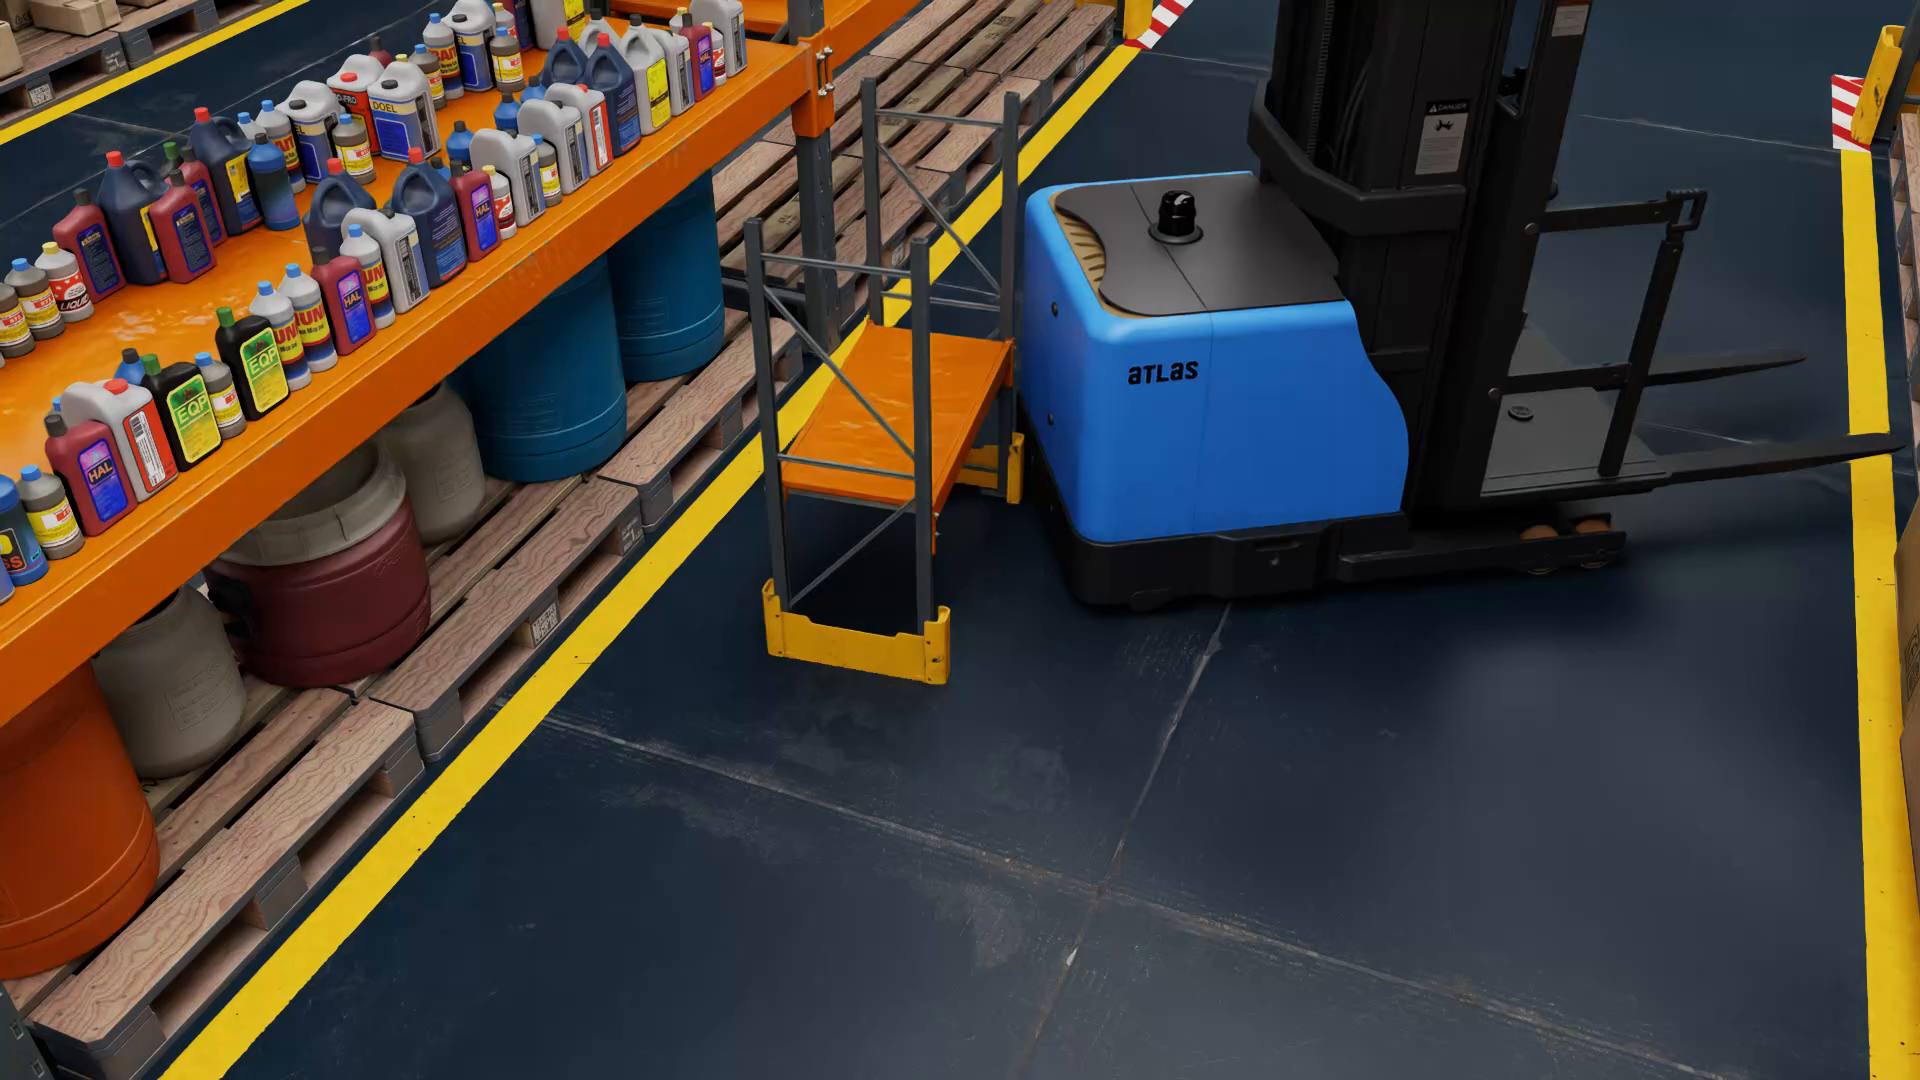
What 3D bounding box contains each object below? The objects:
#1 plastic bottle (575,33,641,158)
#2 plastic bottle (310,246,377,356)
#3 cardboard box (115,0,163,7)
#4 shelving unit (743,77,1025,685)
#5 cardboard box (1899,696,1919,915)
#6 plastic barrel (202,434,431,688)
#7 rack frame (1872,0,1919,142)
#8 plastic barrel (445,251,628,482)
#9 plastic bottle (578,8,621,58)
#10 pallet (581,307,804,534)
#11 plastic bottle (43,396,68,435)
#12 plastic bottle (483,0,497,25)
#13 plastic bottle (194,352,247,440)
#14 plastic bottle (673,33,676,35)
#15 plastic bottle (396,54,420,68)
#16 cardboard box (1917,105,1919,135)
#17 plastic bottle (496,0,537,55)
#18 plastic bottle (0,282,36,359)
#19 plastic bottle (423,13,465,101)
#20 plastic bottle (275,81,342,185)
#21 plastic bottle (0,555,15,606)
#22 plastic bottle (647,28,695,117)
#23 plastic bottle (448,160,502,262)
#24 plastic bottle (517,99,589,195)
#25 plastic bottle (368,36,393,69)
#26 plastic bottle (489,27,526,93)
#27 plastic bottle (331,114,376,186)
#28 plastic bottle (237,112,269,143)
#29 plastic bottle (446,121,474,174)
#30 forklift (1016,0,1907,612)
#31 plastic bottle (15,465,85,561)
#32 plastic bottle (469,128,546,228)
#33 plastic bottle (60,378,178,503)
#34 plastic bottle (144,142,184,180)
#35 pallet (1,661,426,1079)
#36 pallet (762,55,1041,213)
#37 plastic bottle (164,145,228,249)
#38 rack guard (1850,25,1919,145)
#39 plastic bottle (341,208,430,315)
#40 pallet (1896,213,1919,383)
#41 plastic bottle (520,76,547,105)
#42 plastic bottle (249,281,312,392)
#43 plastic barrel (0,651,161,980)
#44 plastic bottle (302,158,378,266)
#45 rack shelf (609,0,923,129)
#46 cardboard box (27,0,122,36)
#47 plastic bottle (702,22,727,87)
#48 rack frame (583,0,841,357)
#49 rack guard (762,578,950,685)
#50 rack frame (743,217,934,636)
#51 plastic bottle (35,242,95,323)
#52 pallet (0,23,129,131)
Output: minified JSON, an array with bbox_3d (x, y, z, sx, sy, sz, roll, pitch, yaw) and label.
[{"bbox_3d":[-1.091,-1.377,5.128,0.144,0.351,0.185,14,39,18],"label":"plastic bottle"},{"bbox_3d":[-1.550,-0.616,4.166,0.061,0.283,0.133,14,39,18],"label":"plastic bottle"},{"bbox_3d":[-4.843,-3.430,9.552,0.797,0.503,0.637,14,39,18],"label":"cardboard box"},{"bbox_3d":[-0.192,-0.505,5.173,0.587,1.500,1.083,9,38,12],"label":"shelving unit"},{"bbox_3d":[3.043,0.583,3.889,1.225,0.875,0.875,13,39,16],"label":"cardboard box"},{"bbox_3d":[-1.895,0.030,4.868,0.600,0.588,0.708,14,39,18],"label":"plastic barrel"},{"bbox_3d":[5.129,-3.169,7.484,1.000,3.000,0.127,14,39,18],"label":"rack frame"},{"bbox_3d":[-1.465,-0.721,5.610,0.600,0.901,0.708,14,39,18],"label":"plastic barrel"},{"bbox_3d":[-1.154,-1.512,5.308,0.144,0.351,0.185,14,39,18],"label":"plastic bottle"},{"bbox_3d":[-1.305,-0.548,6.306,1.003,0.211,1.213,14,39,18],"label":"pallet"},{"bbox_3d":[-1.978,-0.228,3.716,0.097,0.201,0.097,0,37,0],"label":"plastic bottle"},{"bbox_3d":[-1.622,-1.729,5.665,0.097,0.271,0.097,0,37,0],"label":"plastic bottle"},{"bbox_3d":[-1.735,-0.342,3.868,0.097,0.201,0.097,0,37,0],"label":"plastic bottle"},{"bbox_3d":[-0.950,-1.580,5.525,0.097,0.201,0.097,0,37,0],"label":"plastic bottle"},{"bbox_3d":[-1.784,-1.465,5.370,0.097,0.201,0.097,0,37,0],"label":"plastic bottle"},{"bbox_3d":[4.960,-2.113,7.496,0.875,0.875,0.875,14,39,18],"label":"cardboard box"},{"bbox_3d":[-1.558,-1.856,5.825,0.061,0.283,0.133,14,39,18],"label":"plastic bottle"},{"bbox_3d":[-2.402,-0.566,4.168,0.097,0.201,0.097,0,37,0],"label":"plastic bottle"},{"bbox_3d":[-1.710,-1.601,5.493,0.097,0.271,0.097,0,37,0],"label":"plastic bottle"},{"bbox_3d":[-1.942,-1.222,4.983,0.152,0.276,0.135,14,39,18],"label":"plastic bottle"},{"bbox_3d":[-2.032,0.016,3.327,0.152,0.276,0.135,14,39,18],"label":"plastic bottle"},{"bbox_3d":[-0.963,-1.538,5.406,0.152,0.276,0.135,14,39,18],"label":"plastic bottle"},{"bbox_3d":[-1.340,-0.921,4.574,0.061,0.283,0.133,14,39,18],"label":"plastic bottle"},{"bbox_3d":[-1.206,-1.185,4.933,0.152,0.276,0.135,14,39,18],"label":"plastic bottle"},{"bbox_3d":[-1.845,-1.438,5.266,0.061,0.283,0.133,14,39,18],"label":"plastic bottle"},{"bbox_3d":[-1.518,-1.612,5.568,0.097,0.201,0.097,0,37,0],"label":"plastic bottle"},{"bbox_3d":[-1.820,-1.174,4.981,0.097,0.201,0.097,0,37,0],"label":"plastic bottle"},{"bbox_3d":[-2.049,-1.108,4.835,0.097,0.271,0.097,0,37,0],"label":"plastic bottle"},{"bbox_3d":[-1.417,-1.073,4.787,0.097,0.271,0.097,0,37,0],"label":"plastic bottle"},{"bbox_3d":[1.770,-1.364,5.127,3.031,2.935,1.130,-6,37,-8],"label":"forklift"},{"bbox_3d":[-1.925,-0.066,3.499,0.097,0.201,0.097,0,37,0],"label":"plastic bottle"},{"bbox_3d":[-1.295,-1.056,4.761,0.152,0.276,0.135,14,39,18],"label":"plastic bottle"},{"bbox_3d":[-1.856,-0.240,3.669,0.152,0.276,0.135,14,39,18],"label":"plastic bottle"},{"bbox_3d":[-2.180,-0.951,4.614,0.061,0.283,0.133,14,39,18],"label":"plastic bottle"},{"bbox_3d":[-2.234,0.803,4.499,1.003,0.211,1.213,14,39,18],"label":"pallet"},{"bbox_3d":[-0.267,-2.059,8.328,1.003,0.211,1.213,14,39,18],"label":"pallet"},{"bbox_3d":[-2.124,-0.937,4.596,0.061,0.283,0.133,14,39,18],"label":"plastic bottle"},{"bbox_3d":[5.138,-2.181,8.250,1.175,0.500,0.348,14,39,18],"label":"rack guard"},{"bbox_3d":[-1.504,-0.752,4.354,0.152,0.276,0.135,14,39,18],"label":"plastic bottle"},{"bbox_3d":[4.432,-0.918,6.802,1.003,0.211,1.213,14,39,18],"label":"pallet"},{"bbox_3d":[-1.278,-1.275,5.058,0.097,0.271,0.097,0,37,0],"label":"plastic bottle"},{"bbox_3d":[-1.648,-0.498,4.018,0.097,0.271,0.097,0,37,0],"label":"plastic bottle"},{"bbox_3d":[-2.325,0.559,3.959,0.600,0.830,0.708,14,39,18],"label":"plastic barrel"},{"bbox_3d":[-1.631,-0.829,4.395,0.144,0.351,0.185,14,39,18],"label":"plastic bottle"},{"bbox_3d":[-0.212,-2.901,7.727,1.077,0.370,4.000,14,39,18],"label":"rack shelf"},{"bbox_3d":[-4.873,-2.918,9.148,0.380,0.166,0.250,14,39,18],"label":"cardboard box"},{"bbox_3d":[-0.843,-1.640,5.605,0.097,0.201,0.097,0,37,0],"label":"plastic bottle"},{"bbox_3d":[-0.973,-2.082,6.030,1.000,3.000,0.127,14,39,18],"label":"rack frame"},{"bbox_3d":[-0.320,0.284,5.162,0.587,0.250,0.087,9,38,12],"label":"rack guard"},{"bbox_3d":[-0.325,-0.206,4.772,0.500,1.500,0.032,9,38,12],"label":"rack frame"},{"bbox_3d":[-2.328,-0.674,4.312,0.097,0.201,0.097,0,37,0],"label":"plastic bottle"},{"bbox_3d":[-5.290,-2.476,8.886,1.003,0.211,1.213,14,39,18],"label":"pallet"}]
